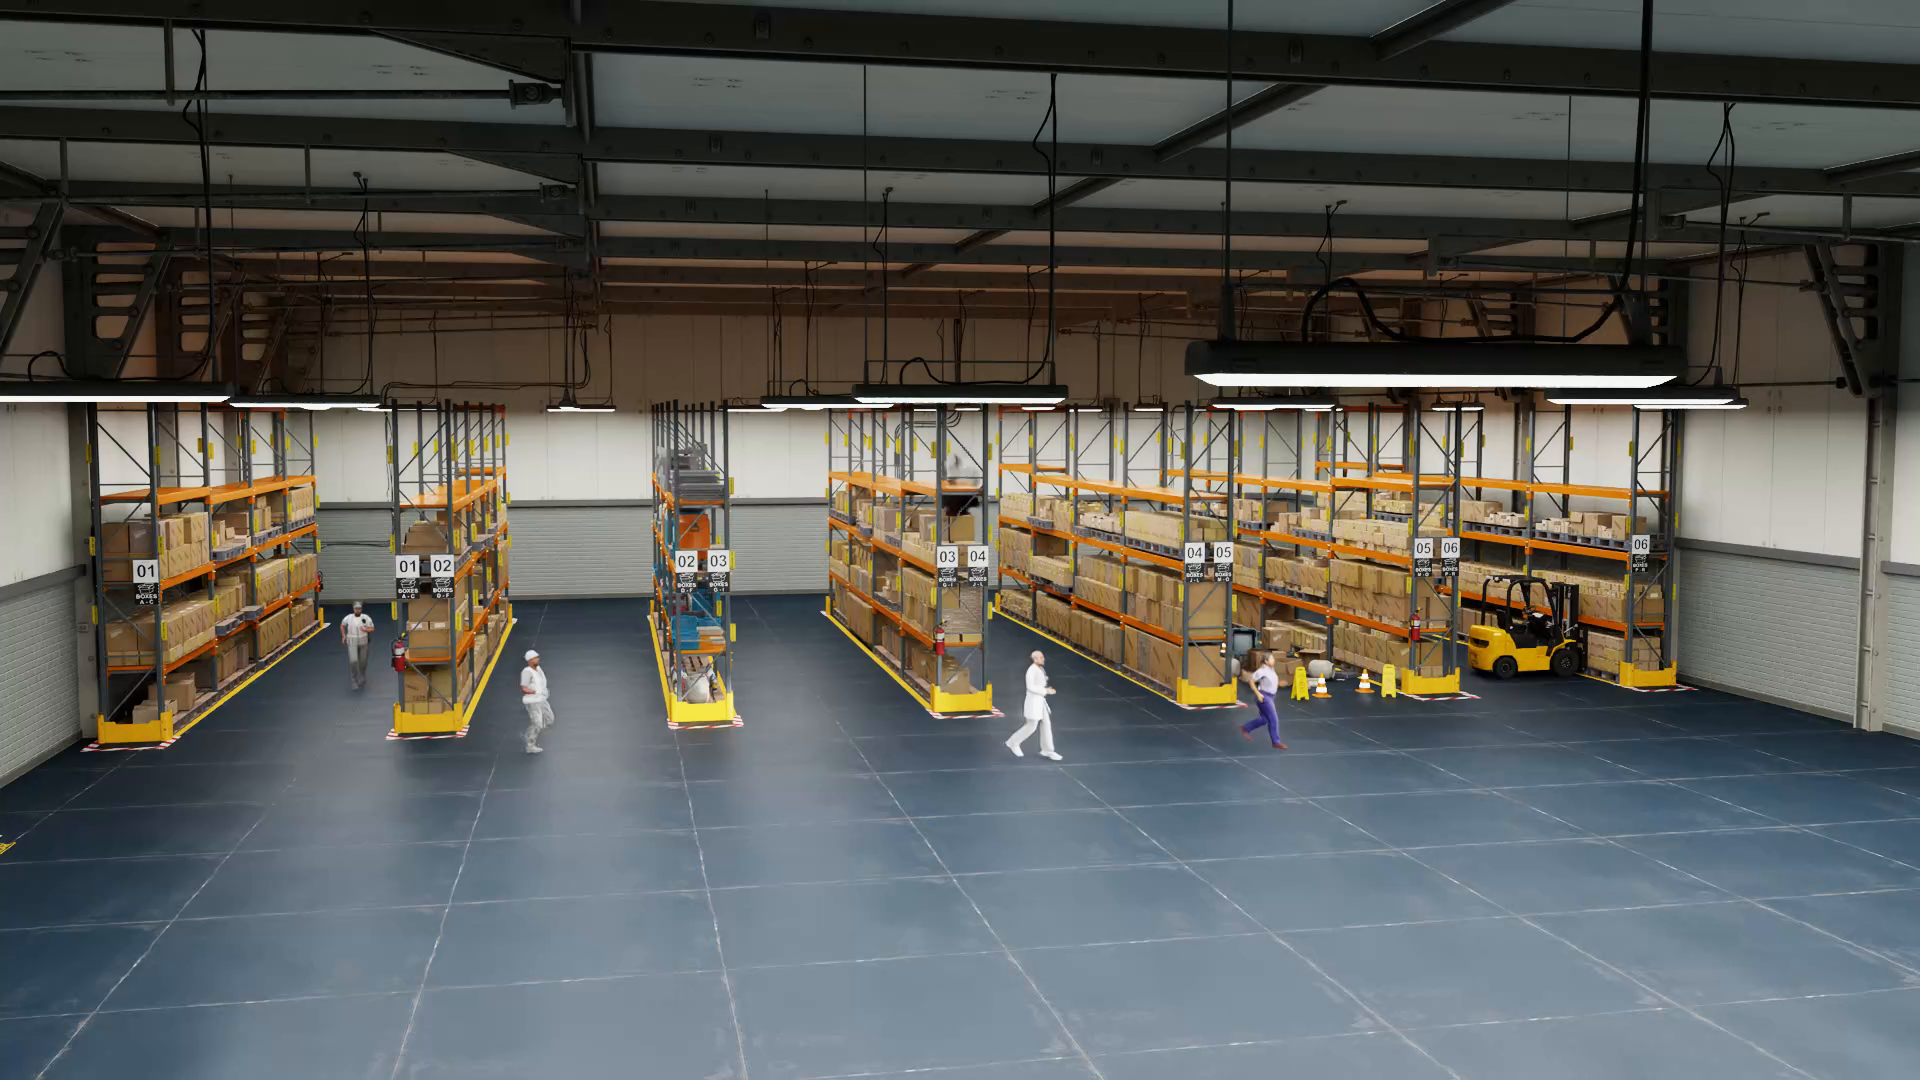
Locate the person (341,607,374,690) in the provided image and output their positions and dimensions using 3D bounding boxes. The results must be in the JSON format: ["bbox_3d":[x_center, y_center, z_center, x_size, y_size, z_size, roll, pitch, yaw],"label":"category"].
[{"bbox_3d":[-12.653,2.225,34.960,0.640,1.788,0.837,-2,5,-25],"label":"person"}]

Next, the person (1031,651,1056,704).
[{"bbox_3d":[1.324,2.297,27.617,0.584,0.908,0.694,1,5,18],"label":"person"}]

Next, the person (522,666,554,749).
[{"bbox_3d":[-7.107,2.834,28.129,0.549,1.406,0.505,1,4,13],"label":"person"}]

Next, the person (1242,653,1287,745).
[{"bbox_3d":[5.226,2.709,28.501,0.753,1.570,0.607,2,5,26],"label":"person"}]
